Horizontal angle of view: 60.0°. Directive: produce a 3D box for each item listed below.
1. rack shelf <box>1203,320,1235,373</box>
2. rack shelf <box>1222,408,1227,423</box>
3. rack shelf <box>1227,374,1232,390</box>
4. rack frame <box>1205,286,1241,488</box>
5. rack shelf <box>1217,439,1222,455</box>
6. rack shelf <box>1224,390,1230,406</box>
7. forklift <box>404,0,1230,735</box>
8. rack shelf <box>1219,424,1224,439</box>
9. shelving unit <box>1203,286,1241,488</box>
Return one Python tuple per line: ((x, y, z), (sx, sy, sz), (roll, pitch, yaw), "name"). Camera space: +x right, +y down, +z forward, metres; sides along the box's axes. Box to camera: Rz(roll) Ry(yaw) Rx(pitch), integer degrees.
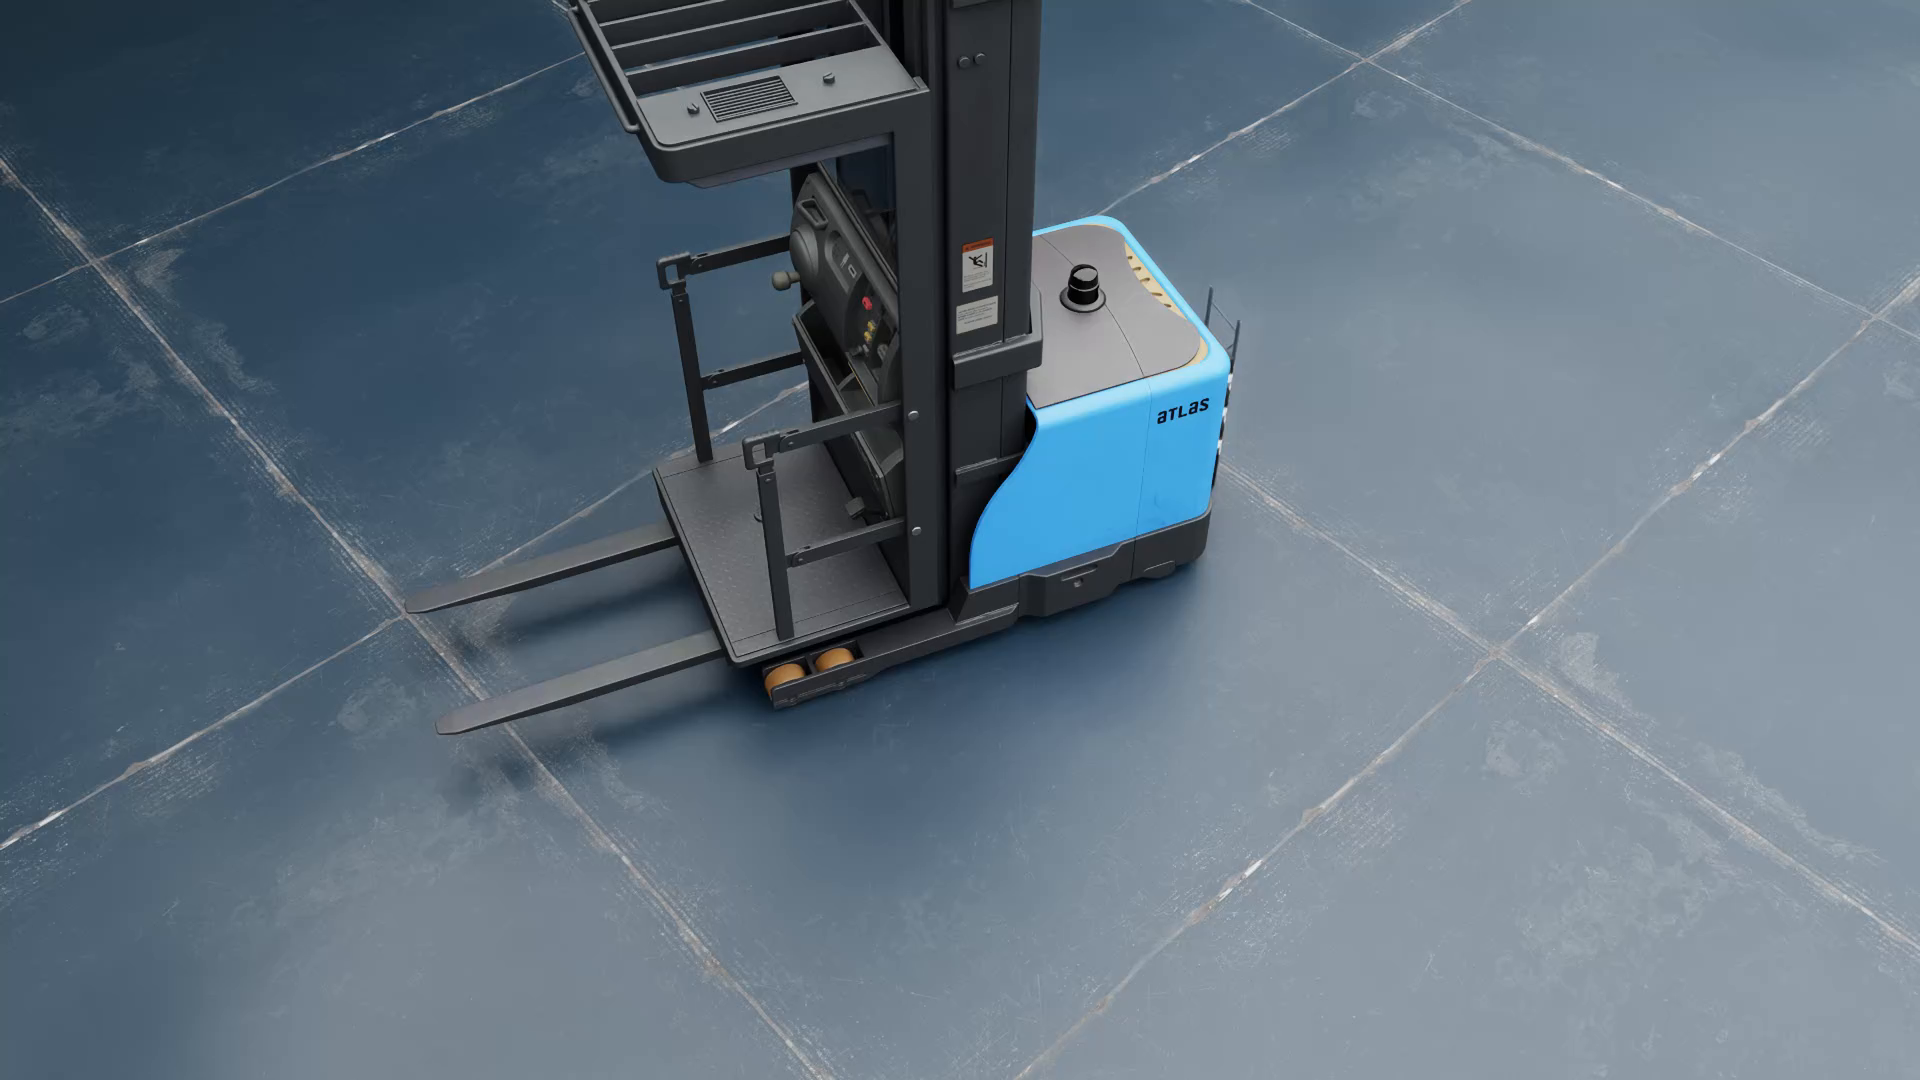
((0.931, -0.739, 6.551), (0.200, 0.077, 0.258), (-17, 50, -15), "rack shelf")
((0.931, -0.556, 6.749), (0.200, 0.077, 0.258), (-17, 50, -15), "rack shelf")
((0.931, -0.678, 6.617), (0.200, 0.077, 0.258), (-17, 50, -15), "rack shelf")
((1.025, -0.607, 6.751), (0.006, 0.900, 0.240), (-17, 50, -15), "rack frame")
((0.931, -0.434, 6.881), (0.200, 0.077, 0.258), (-17, 50, -15), "rack shelf")
((0.931, -0.617, 6.683), (0.200, 0.077, 0.258), (-17, 50, -15), "rack shelf")
((-0.577, -0.815, 5.561), (3.031, 2.935, 1.130), (-17, 50, -15), "forklift")
((0.931, -0.495, 6.815), (0.200, 0.077, 0.258), (-17, 50, -15), "rack shelf")
((0.931, -0.578, 6.724), (0.210, 0.900, 0.258), (-17, 50, -15), "shelving unit")
